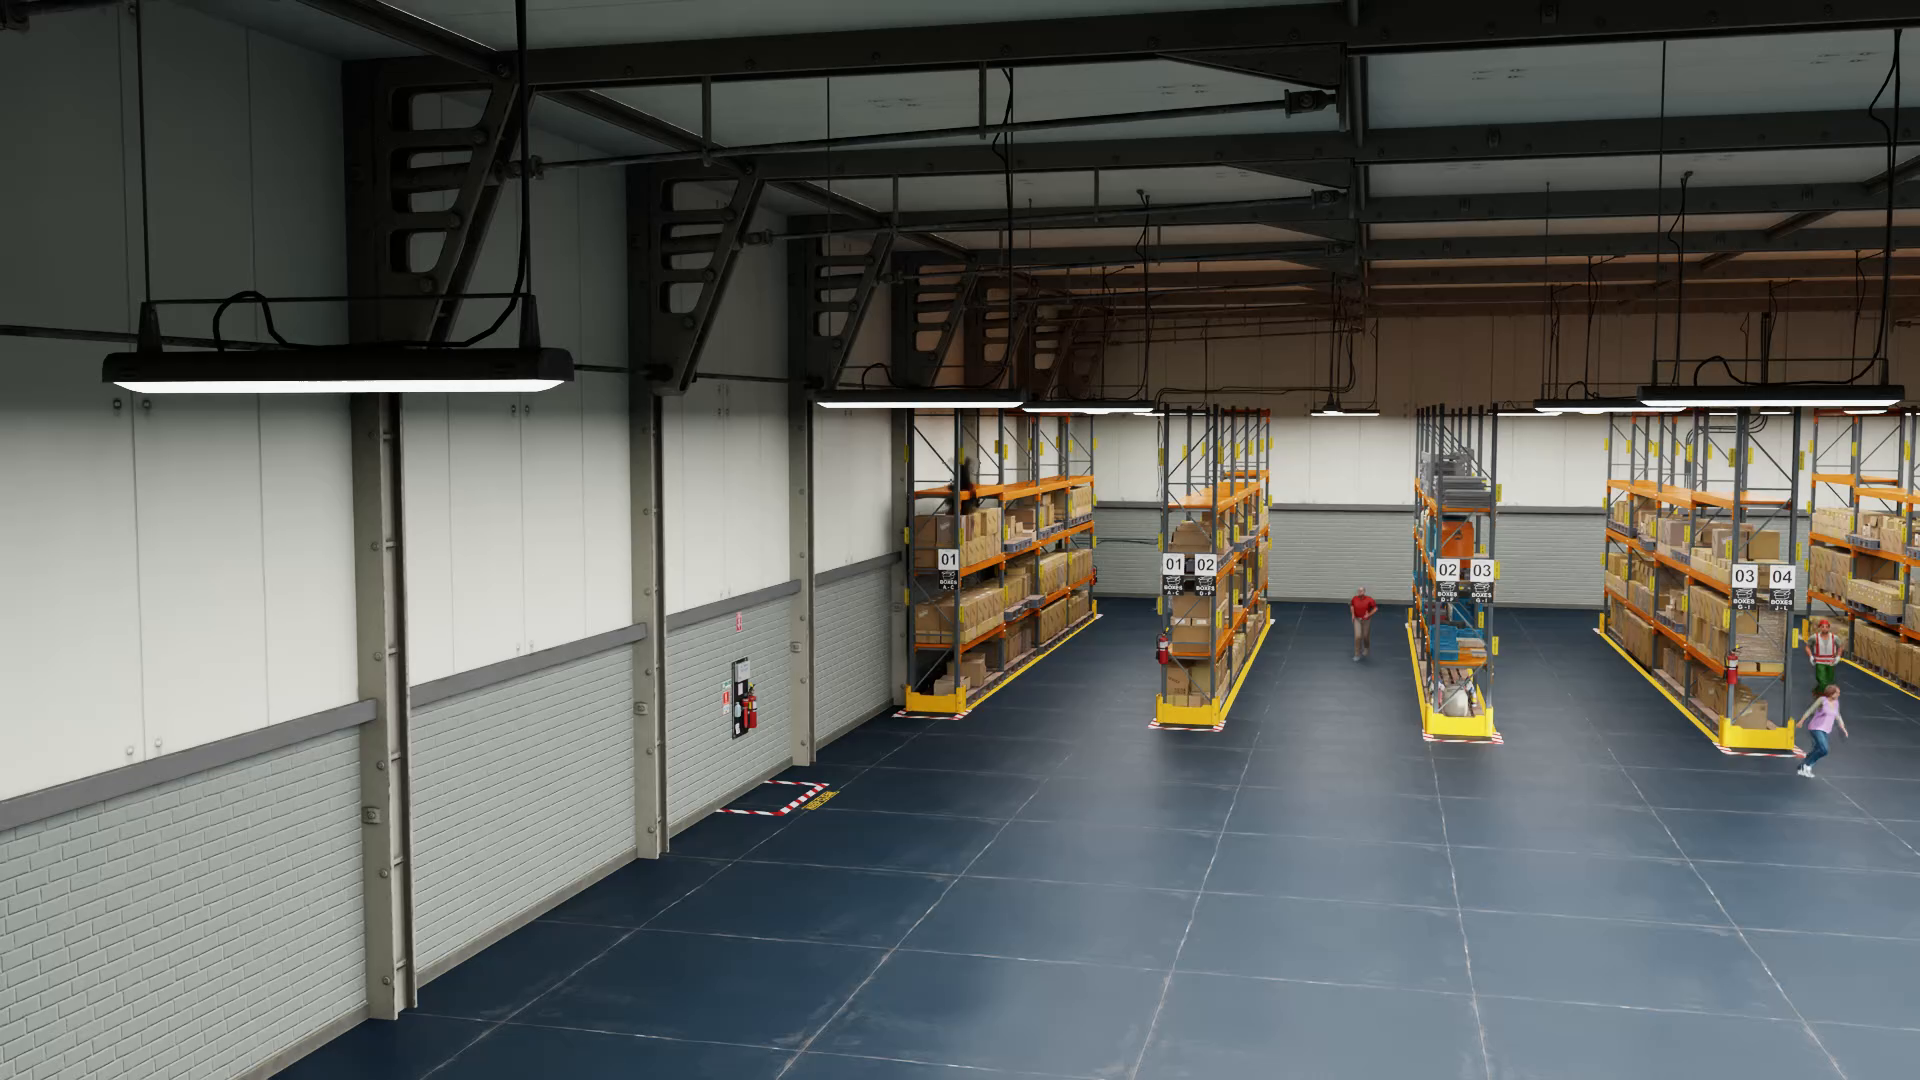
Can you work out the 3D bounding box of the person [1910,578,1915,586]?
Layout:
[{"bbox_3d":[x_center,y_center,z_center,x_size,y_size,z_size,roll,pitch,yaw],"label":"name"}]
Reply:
[{"bbox_3d":[23.707,1.839,41.416,0.700,1.771,1.022,1,4,10],"label":"person"}]

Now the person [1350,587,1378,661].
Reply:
[{"bbox_3d":[9.625,1.986,39.657,0.655,1.777,0.808,2,4,22],"label":"person"}]

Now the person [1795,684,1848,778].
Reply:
[{"bbox_3d":[13.679,3.031,26.366,0.503,1.531,0.704,-2,5,-23],"label":"person"}]

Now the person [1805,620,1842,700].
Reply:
[{"bbox_3d":[17.050,2.455,32.842,0.662,1.792,0.772,1,4,11],"label":"person"}]
